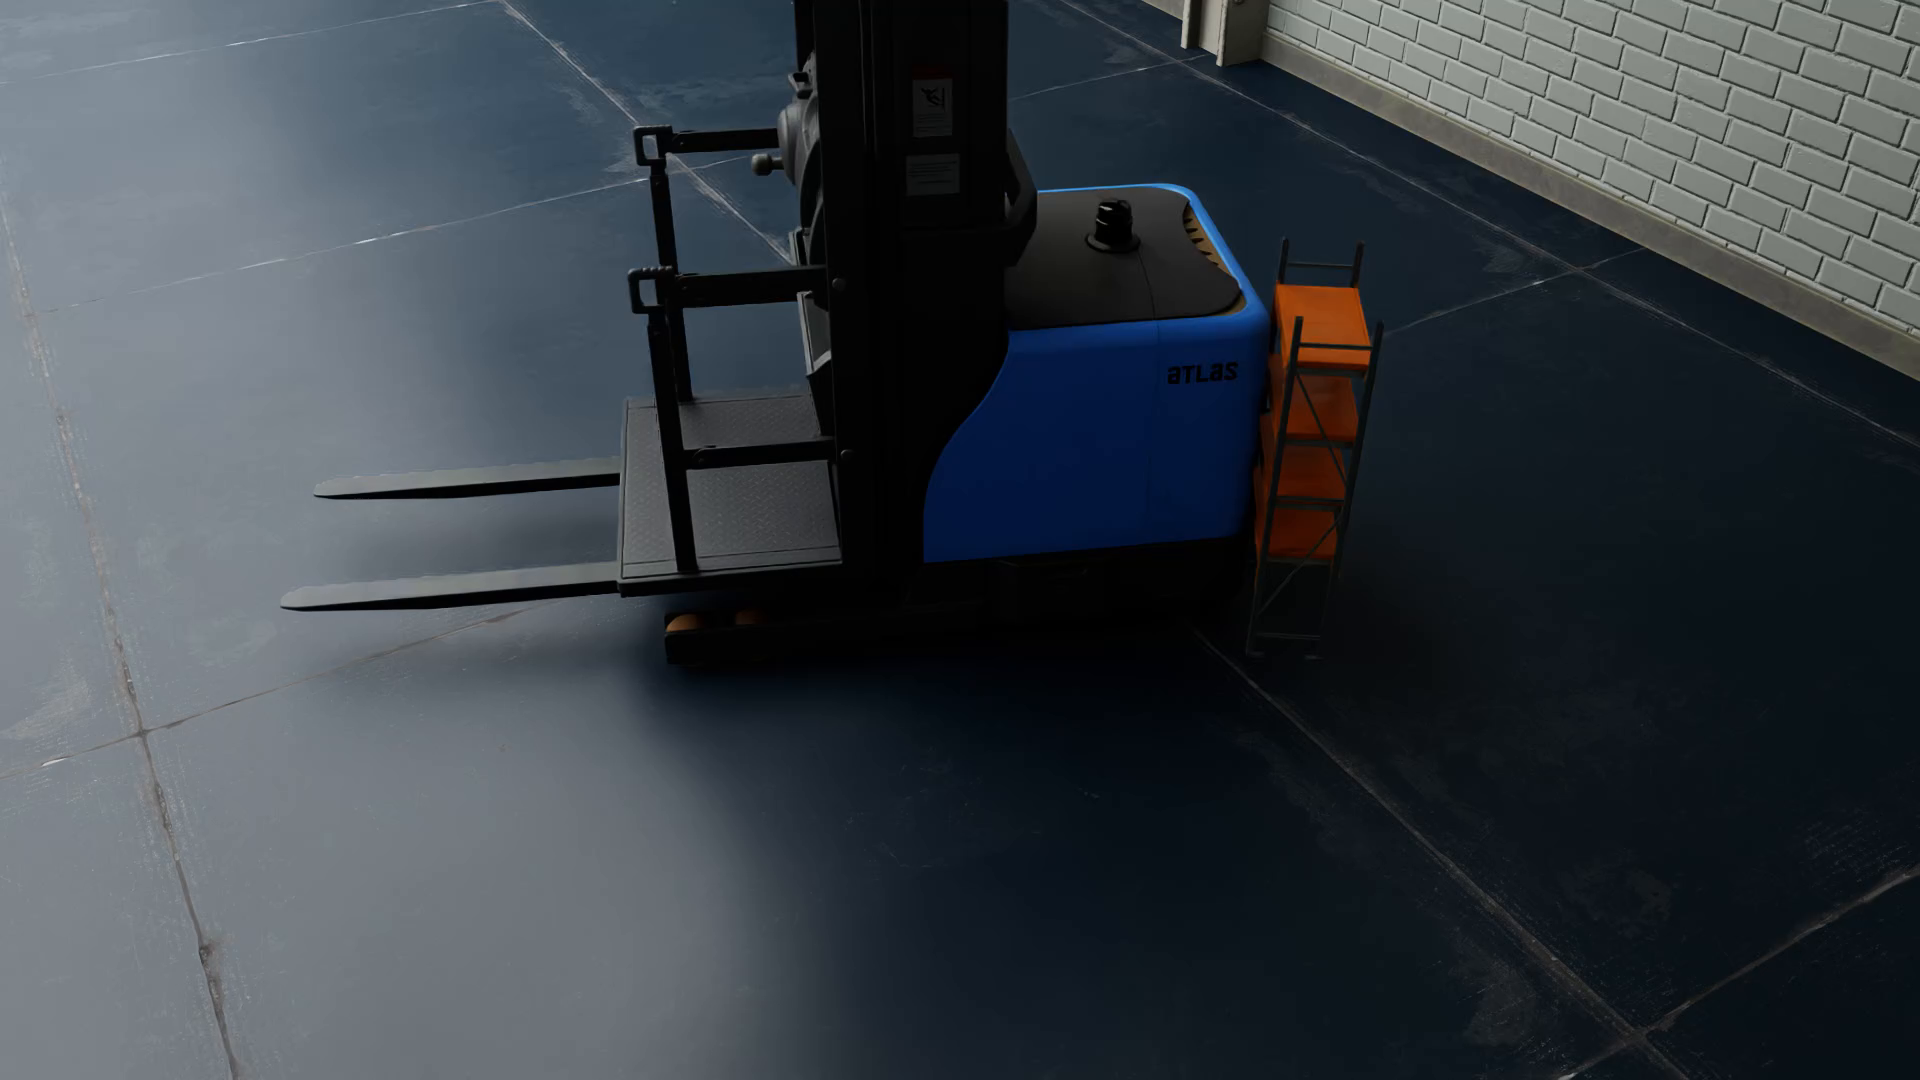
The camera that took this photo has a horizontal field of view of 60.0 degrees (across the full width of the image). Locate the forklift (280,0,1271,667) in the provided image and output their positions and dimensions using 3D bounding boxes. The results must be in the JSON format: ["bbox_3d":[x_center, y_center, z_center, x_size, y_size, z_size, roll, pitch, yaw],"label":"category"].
[{"bbox_3d":[-0.633,-1.120,4.799,3.031,2.935,1.130,-5,36,-7],"label":"forklift"}]

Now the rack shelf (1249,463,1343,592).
[{"bbox_3d":[1.046,-0.046,5.243,0.258,0.148,0.480,3,36,3],"label":"rack shelf"}]

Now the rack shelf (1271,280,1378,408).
[{"bbox_3d":[1.054,-0.577,4.854,0.258,0.148,0.480,3,36,3],"label":"rack shelf"}]

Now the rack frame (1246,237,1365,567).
[{"bbox_3d":[1.070,-0.404,5.283,0.240,1.200,0.015,3,36,3],"label":"rack frame"}]

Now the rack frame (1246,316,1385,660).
[{"bbox_3d":[1.029,-0.117,4.890,0.240,1.200,0.015,3,36,3],"label":"rack frame"}]

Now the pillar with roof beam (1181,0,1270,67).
[{"bbox_3d":[-2.206,-5.185,5.219,9.100,9.000,0.400,-19,40,-24],"label":"pillar with roof beam"}]

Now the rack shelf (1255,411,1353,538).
[{"bbox_3d":[1.049,-0.206,5.126,0.258,0.148,0.480,3,36,3],"label":"rack shelf"}]

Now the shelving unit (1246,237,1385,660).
[{"bbox_3d":[1.050,-0.260,5.086,0.258,1.200,0.503,3,36,3],"label":"shelving unit"}]

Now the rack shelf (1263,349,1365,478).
[{"bbox_3d":[1.052,-0.387,4.994,0.258,0.148,0.480,3,36,3],"label":"rack shelf"}]
